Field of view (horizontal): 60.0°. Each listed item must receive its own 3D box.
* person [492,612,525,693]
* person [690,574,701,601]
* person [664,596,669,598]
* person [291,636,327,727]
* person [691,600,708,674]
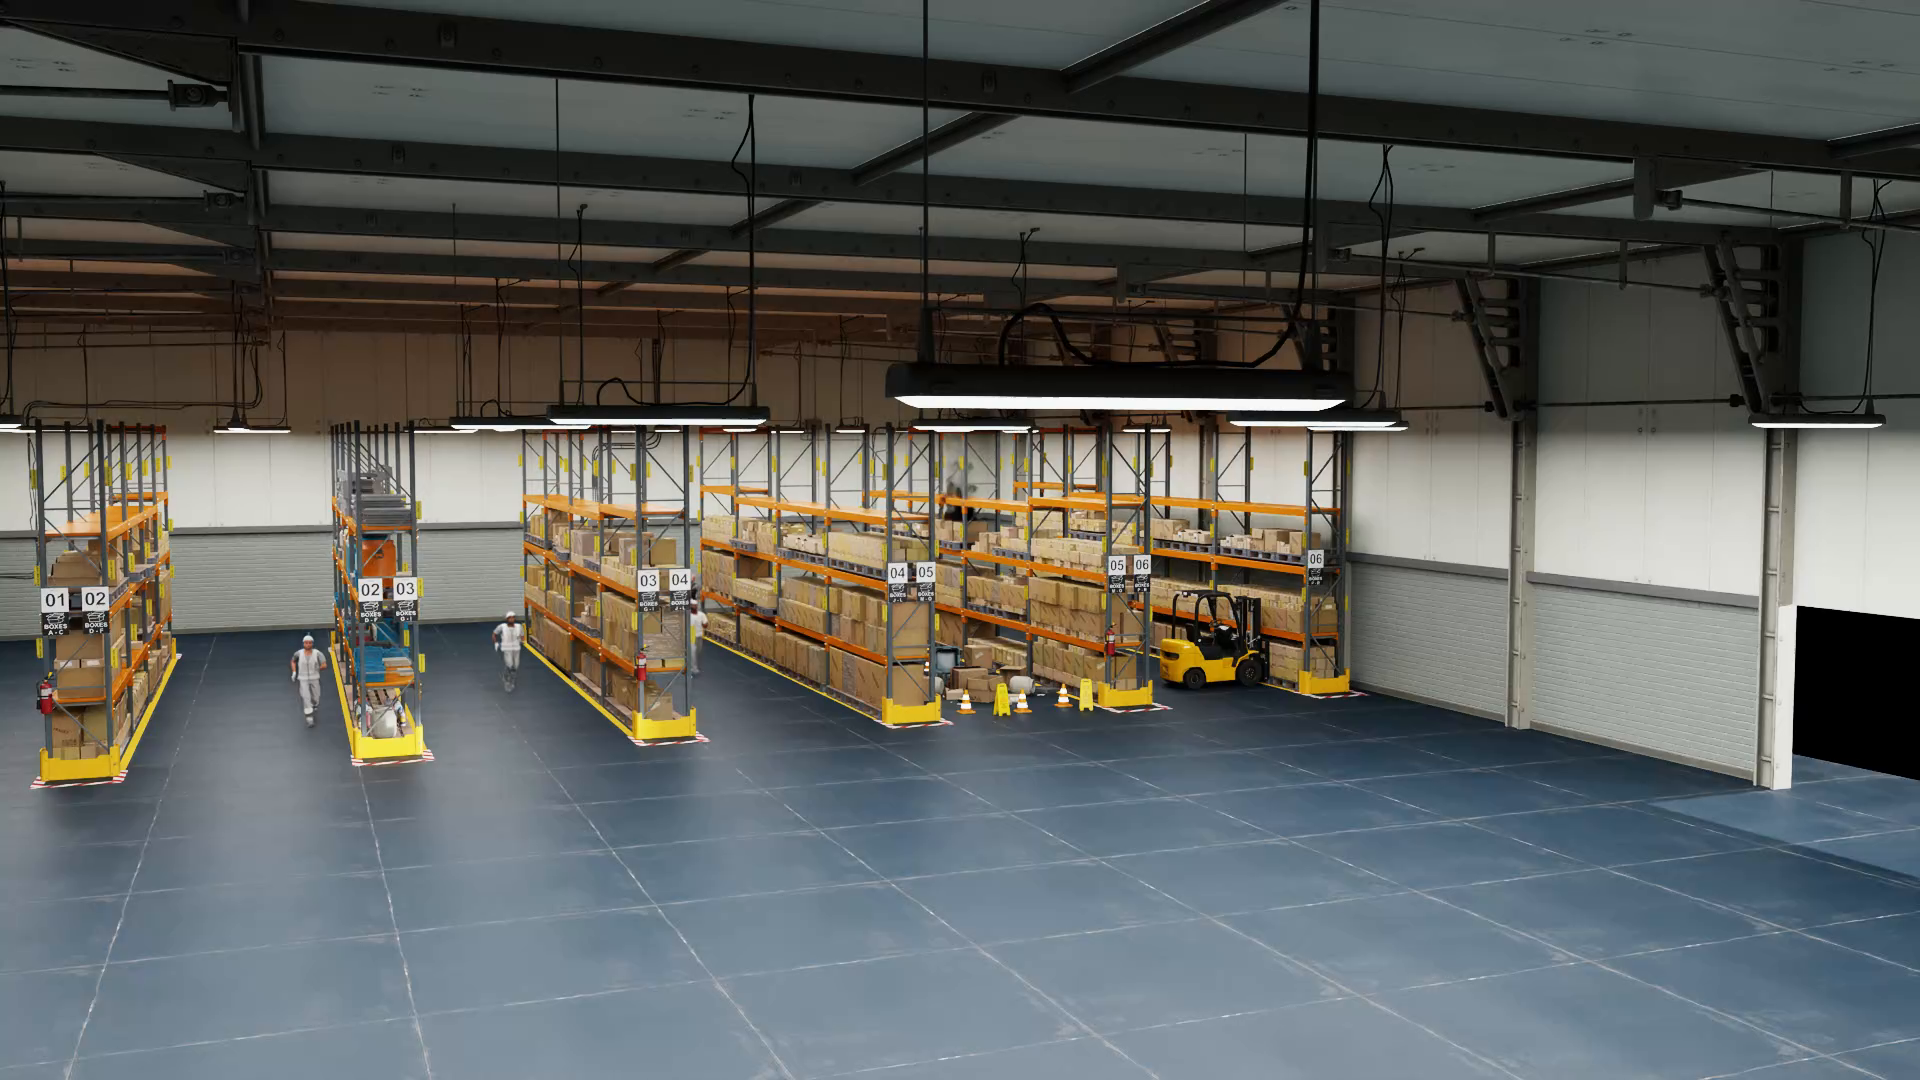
[{"bbox_3d":[-10.059,2.507,37.263,0.656,1.807,0.725,-2,4,-35],"label":"person"},{"bbox_3d":[-8.094,1.821,49.221,0.917,1.647,0.825,-1,4,-11],"label":"person"},{"bbox_3d":[-8.602,1.970,47.414,0.681,1.703,0.666,1,4,8],"label":"person"},{"bbox_3d":[-12.868,2.769,32.888,0.660,1.769,0.907,-1,4,-23],"label":"person"},{"bbox_3d":[-6.431,2.317,40.234,0.710,1.747,0.968,-2,4,-27],"label":"person"}]
